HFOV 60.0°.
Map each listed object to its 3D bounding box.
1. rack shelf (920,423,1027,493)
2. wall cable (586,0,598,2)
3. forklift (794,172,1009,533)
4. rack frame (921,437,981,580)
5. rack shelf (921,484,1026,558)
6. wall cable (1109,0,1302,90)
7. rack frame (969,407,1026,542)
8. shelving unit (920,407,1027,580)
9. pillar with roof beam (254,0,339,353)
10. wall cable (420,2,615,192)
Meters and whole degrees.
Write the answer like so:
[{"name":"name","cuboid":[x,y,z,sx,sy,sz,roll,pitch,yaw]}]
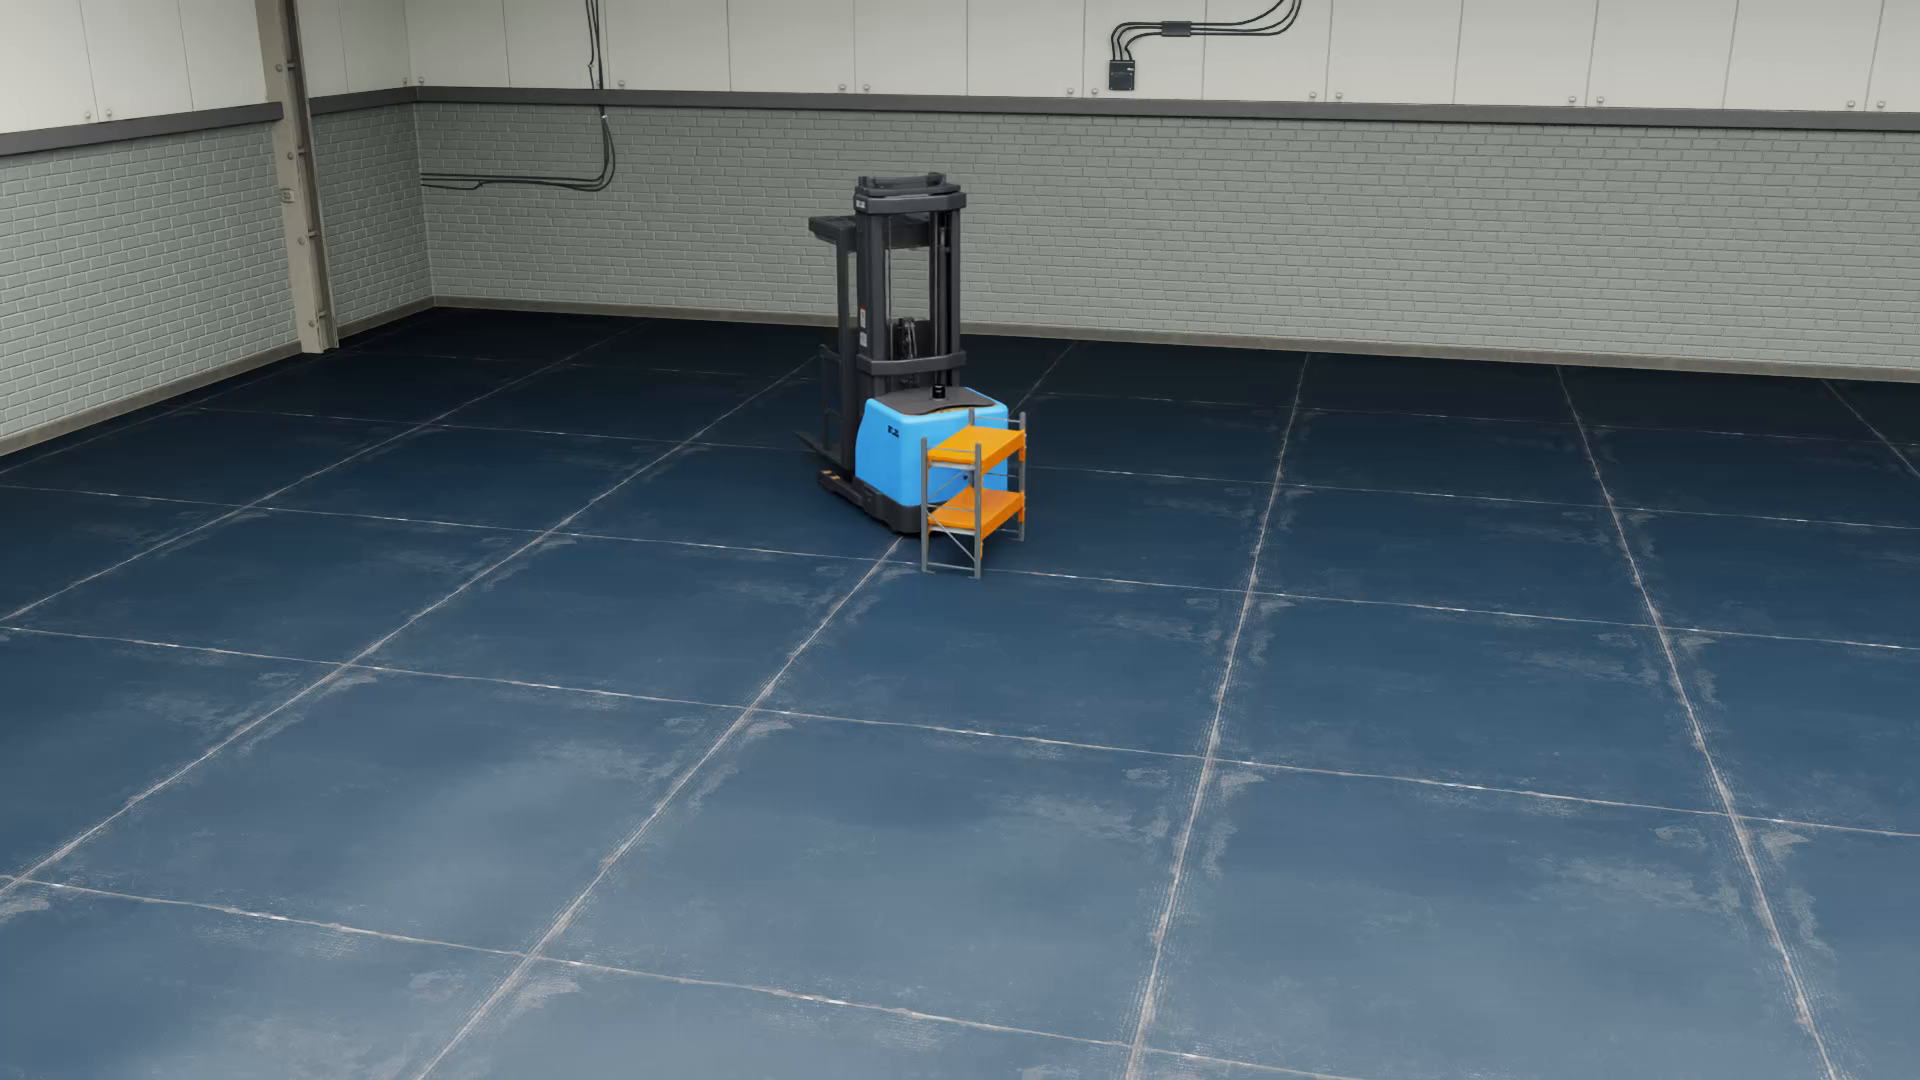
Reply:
[{"name":"rack shelf","cuboid":[0.120,-0.676,13.520,0.538,0.278,1.000,7,20,21]},{"name":"wall cable","cuboid":[-3.597,-8.232,21.357,3.097,2.526,0.112,5,19,13]},{"name":"forklift","cuboid":[-0.686,-1.877,15.149,1.130,2.935,3.031,-9,21,-25]},{"name":"rack frame","cuboid":[-0.071,-0.247,13.169,0.500,1.125,0.032,7,20,21]},{"name":"rack shelf","cuboid":[0.120,-0.167,13.694,0.538,0.278,1.000,7,20,21]},{"name":"wall cable","cuboid":[2.982,-8.380,19.537,2.305,6.003,0.169,5,19,13]},{"name":"rack frame","cuboid":[0.310,-0.551,14.061,0.500,1.125,0.032,7,20,21]},{"name":"shelving unit","cuboid":[0.120,-0.399,13.615,0.538,1.125,1.048,7,20,21]},{"name":"pillar with roof beam","cuboid":[-4.048,-6.366,18.904,9.100,9.000,0.400,5,19,13]},{"name":"wall cable","cuboid":[-6.220,-6.056,22.799,3.097,2.526,0.112,5,19,13]}]
